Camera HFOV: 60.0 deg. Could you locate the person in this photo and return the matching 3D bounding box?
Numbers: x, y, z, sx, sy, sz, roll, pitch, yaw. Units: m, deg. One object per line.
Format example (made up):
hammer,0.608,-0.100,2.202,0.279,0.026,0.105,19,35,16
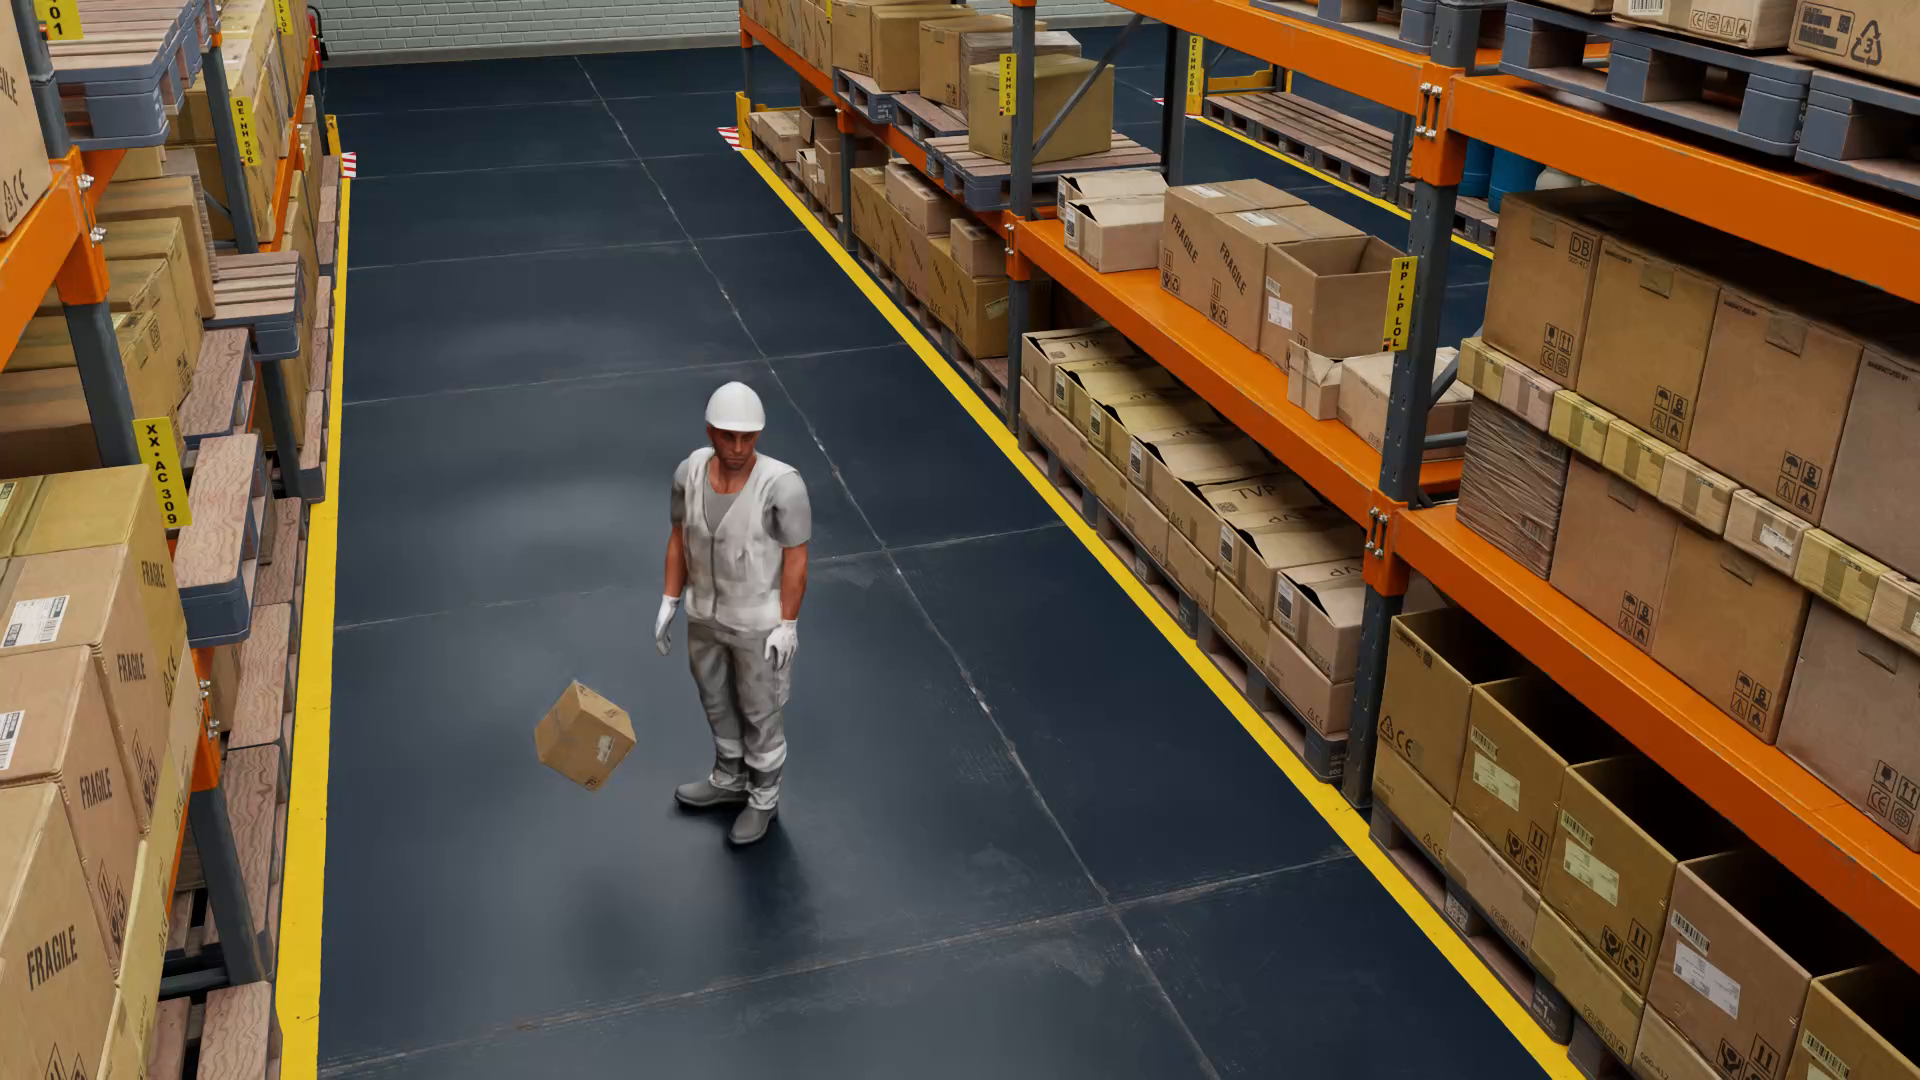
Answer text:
person,-0.843,0.279,5.974,0.632,1.791,0.383,13,29,24
